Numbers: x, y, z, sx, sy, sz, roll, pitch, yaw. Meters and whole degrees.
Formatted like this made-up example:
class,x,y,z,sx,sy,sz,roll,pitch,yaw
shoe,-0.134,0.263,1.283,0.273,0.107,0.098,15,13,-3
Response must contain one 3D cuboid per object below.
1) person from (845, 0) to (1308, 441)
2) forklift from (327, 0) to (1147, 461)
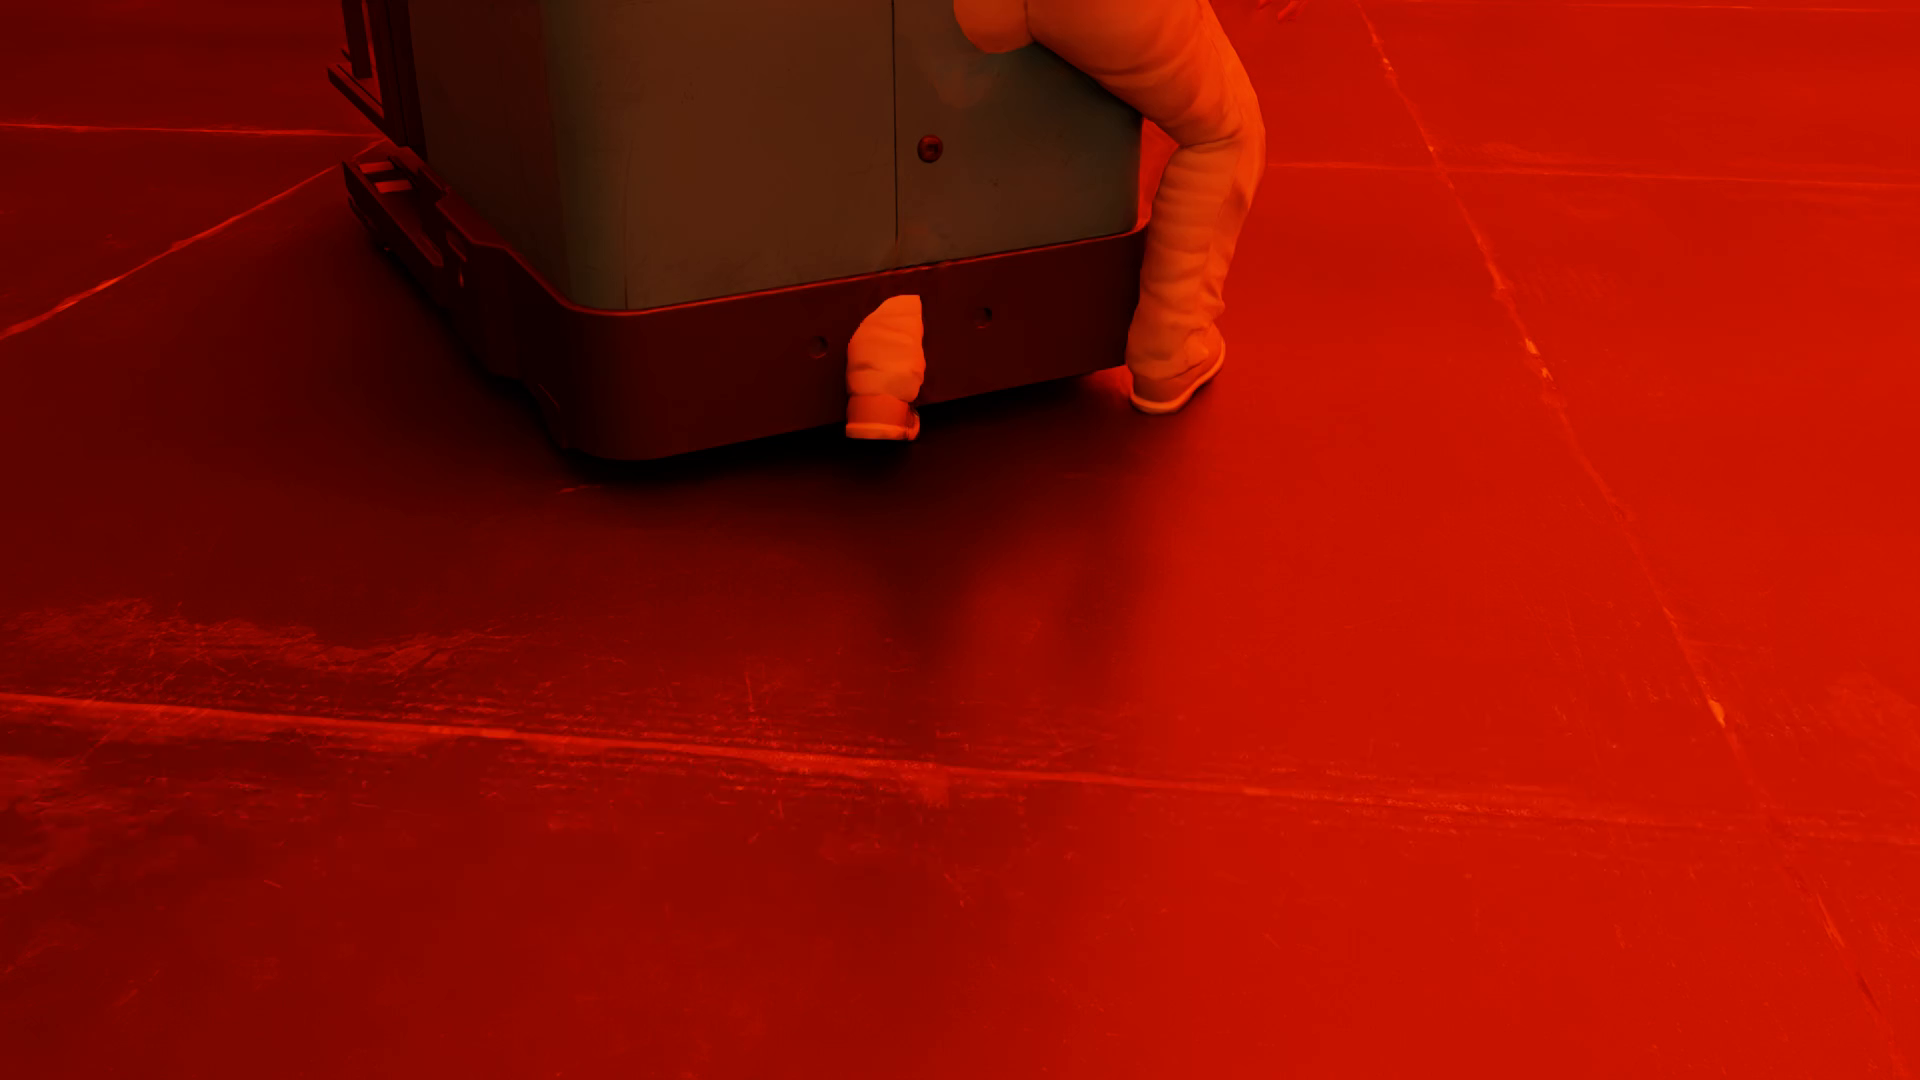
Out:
class,x,y,z,sx,sy,sz,roll,pitch,yaw
person,0.194,-0.923,2.631,0.740,1.539,0.816,6,27,12
forklift,-0.815,-2.058,3.342,1.130,2.935,3.031,-14,30,-25
